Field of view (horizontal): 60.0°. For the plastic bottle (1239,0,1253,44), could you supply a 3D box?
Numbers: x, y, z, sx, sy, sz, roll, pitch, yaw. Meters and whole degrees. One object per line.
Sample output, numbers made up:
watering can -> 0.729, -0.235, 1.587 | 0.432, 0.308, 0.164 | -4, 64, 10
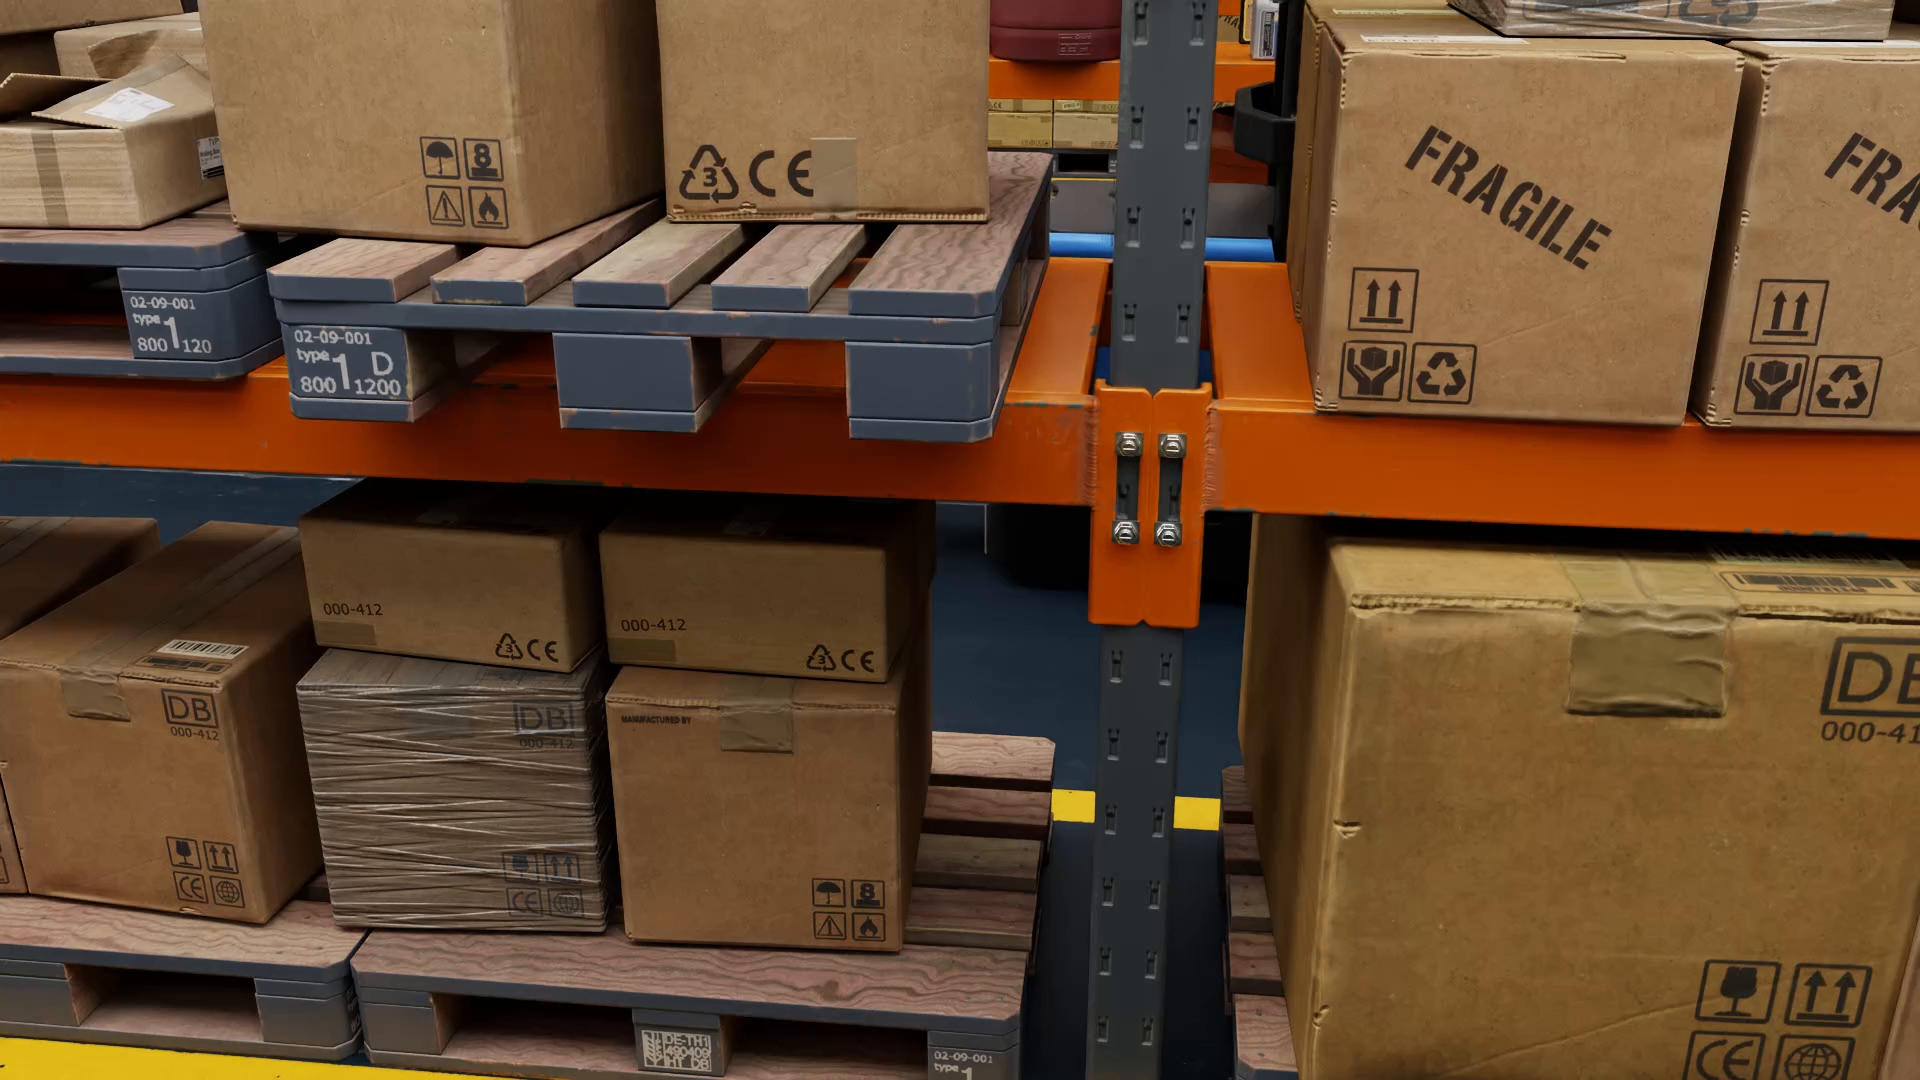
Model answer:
plastic bottle -> 1.371, -2.455, 7.729 | 0.133, 0.283, 0.061 | 2, 22, 6

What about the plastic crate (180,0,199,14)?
plastic crate -> -3.558, -2.585, 7.982 | 0.504, 0.338, 0.767 | 2, 22, 6

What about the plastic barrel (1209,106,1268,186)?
plastic barrel -> 1.407, -1.542, 7.642 | 0.708, 0.830, 0.600 | 2, 22, 6

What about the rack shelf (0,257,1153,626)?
rack shelf -> -1.650, -0.315, 3.135 | 4.000, 0.370, 1.077 | 2, 22, 6

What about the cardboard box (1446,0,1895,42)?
cardboard box -> 1.060, -1.038, 2.486 | 0.637, 0.503, 0.797 | 3, 22, 8

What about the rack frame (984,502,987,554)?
rack frame -> 0.103, -0.557, 5.216 | 0.015, 1.200, 0.240 | 3, 22, 8

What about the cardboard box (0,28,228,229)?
cardboard box -> -1.352, -0.669, 2.665 | 0.258, 0.266, 0.396 | 2, 22, 5

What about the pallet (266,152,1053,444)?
pallet -> -0.384, -0.466, 2.799 | 1.003, 0.211, 1.213 | 2, 22, 6

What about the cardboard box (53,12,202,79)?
cardboard box -> -1.301, -0.845, 3.130 | 0.500, 0.250, 0.500 | 2, 22, 5

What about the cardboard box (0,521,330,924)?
cardboard box -> -1.448, 0.332, 3.322 | 0.500, 0.500, 0.700 | 4, 22, 11

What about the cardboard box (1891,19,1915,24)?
cardboard box -> 1.350, -0.655, 2.881 | 0.500, 0.500, 0.500 | 2, 22, 6

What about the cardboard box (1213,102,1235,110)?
cardboard box -> 1.924, -3.098, 11.997 | 0.500, 0.500, 0.500 | 3, 22, 9

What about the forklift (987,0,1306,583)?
forklift -> 1.644, -1.332, 4.823 | 3.031, 2.935, 1.130 | 3, 22, 8

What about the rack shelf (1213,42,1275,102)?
rack shelf -> 2.905, -1.950, 7.271 | 4.000, 0.370, 1.077 | 2, 22, 6

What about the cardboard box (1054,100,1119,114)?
cardboard box -> 0.957, -3.290, 12.087 | 0.500, 0.311, 0.500 | 3, 22, 8

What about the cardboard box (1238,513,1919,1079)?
cardboard box -> 1.019, 0.267, 3.003 | 0.875, 0.875, 1.225 | 2, 22, 4

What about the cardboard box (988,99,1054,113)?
cardboard box -> 0.440, -3.310, 12.138 | 0.500, 0.311, 0.500 | 2, 22, 5

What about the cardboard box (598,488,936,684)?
cardboard box -> -0.333, 0.028, 3.070 | 0.500, 0.250, 0.500 | 3, 22, 8

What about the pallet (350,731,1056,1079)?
pallet -> -0.440, 0.699, 3.384 | 1.213, 0.211, 1.003 | 2, 22, 6

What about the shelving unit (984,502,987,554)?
shelving unit -> -0.138, -0.570, 5.249 | 0.503, 1.200, 0.258 | 3, 22, 8

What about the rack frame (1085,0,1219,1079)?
rack frame -> 0.336, -0.563, 2.784 | 0.127, 3.000, 1.000 | 2, 22, 6

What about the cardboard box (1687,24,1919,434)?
cardboard box -> 1.299, -0.468, 2.407 | 0.500, 0.500, 0.500 | 2, 22, 5

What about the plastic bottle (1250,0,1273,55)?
plastic bottle -> 1.329, -2.232, 7.176 | 0.135, 0.276, 0.152 | 2, 22, 6

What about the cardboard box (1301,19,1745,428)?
cardboard box -> 0.787, -0.489, 2.461 | 0.500, 0.500, 0.500 | 3, 22, 8

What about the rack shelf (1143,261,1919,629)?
rack shelf -> 2.322, -0.142, 2.697 | 4.000, 0.370, 1.077 | 2, 22, 6

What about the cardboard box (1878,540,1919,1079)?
cardboard box -> 1.903, 0.309, 2.898 | 0.875, 0.875, 1.225 | 3, 22, 6

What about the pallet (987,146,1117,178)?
pallet -> 0.693, -2.933, 12.571 | 1.213, 0.211, 1.003 | 2, 22, 6

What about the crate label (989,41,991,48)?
crate label -> -0.036, -2.530, 7.710 | 0.616, 0.435, 0.502 | 2, 22, 6

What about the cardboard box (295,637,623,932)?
cardboard box -> -0.884, 0.354, 3.266 | 0.500, 0.500, 0.700 | 1, 22, 2

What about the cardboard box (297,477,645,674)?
cardboard box -> -0.861, 0.009, 3.119 | 0.500, 0.250, 0.500 | 5, 22, 12

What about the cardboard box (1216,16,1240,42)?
cardboard box -> 2.800, -5.104, 16.624 | 0.750, 0.750, 0.750 | 2, 22, 6

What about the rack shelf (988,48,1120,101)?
rack shelf -> -1.067, -2.123, 7.709 | 4.000, 0.370, 1.077 | 2, 22, 6

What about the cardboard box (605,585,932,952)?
cardboard box -> -0.332, 0.373, 3.218 | 0.500, 0.500, 0.700 | 1, 22, 3

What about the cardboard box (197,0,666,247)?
cardboard box -> -0.771, -0.801, 2.679 | 0.500, 0.500, 0.700 | 6, 22, 14

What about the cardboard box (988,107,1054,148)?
cardboard box -> 0.442, -3.051, 12.246 | 0.500, 0.250, 0.500 | 2, 22, 6

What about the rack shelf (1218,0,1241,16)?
rack shelf -> 3.492, -3.759, 11.845 | 4.000, 0.370, 1.077 | 2, 22, 6

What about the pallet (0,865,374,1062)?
pallet -> -1.648, 0.646, 3.519 | 1.213, 0.211, 1.003 | 2, 22, 6

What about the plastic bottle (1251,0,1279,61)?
plastic bottle -> 1.311, -2.177, 7.035 | 0.135, 0.276, 0.152 | 2, 22, 6

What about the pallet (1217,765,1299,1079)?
pallet -> 1.110, 0.795, 3.141 | 1.213, 0.211, 1.003 | 2, 22, 6

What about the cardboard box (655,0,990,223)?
cardboard box -> -0.205, -0.814, 2.711 | 0.500, 0.500, 0.500 | 0, 22, 0

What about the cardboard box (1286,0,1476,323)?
cardboard box -> 0.855, -0.679, 2.940 | 0.500, 0.500, 0.500 | 3, 22, 8

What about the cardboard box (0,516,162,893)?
cardboard box -> -2.002, 0.308, 3.383 | 0.500, 0.500, 0.700 | 1, 22, 2

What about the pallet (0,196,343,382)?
pallet -> -1.634, -0.545, 2.998 | 1.213, 0.211, 1.003 | 2, 22, 6

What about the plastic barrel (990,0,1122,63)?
plastic barrel -> 0.423, -2.344, 7.104 | 0.708, 0.536, 0.600 | 2, 22, 6

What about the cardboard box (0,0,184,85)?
cardboard box -> -1.904, -0.938, 3.021 | 0.637, 0.503, 0.797 | 5, 22, 12

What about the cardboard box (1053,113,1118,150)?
cardboard box -> 0.954, -3.030, 12.193 | 0.500, 0.250, 0.500 | 3, 22, 8

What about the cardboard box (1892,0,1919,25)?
cardboard box -> 1.707, -1.009, 2.412 | 0.637, 0.503, 0.797 | 3, 22, 8
